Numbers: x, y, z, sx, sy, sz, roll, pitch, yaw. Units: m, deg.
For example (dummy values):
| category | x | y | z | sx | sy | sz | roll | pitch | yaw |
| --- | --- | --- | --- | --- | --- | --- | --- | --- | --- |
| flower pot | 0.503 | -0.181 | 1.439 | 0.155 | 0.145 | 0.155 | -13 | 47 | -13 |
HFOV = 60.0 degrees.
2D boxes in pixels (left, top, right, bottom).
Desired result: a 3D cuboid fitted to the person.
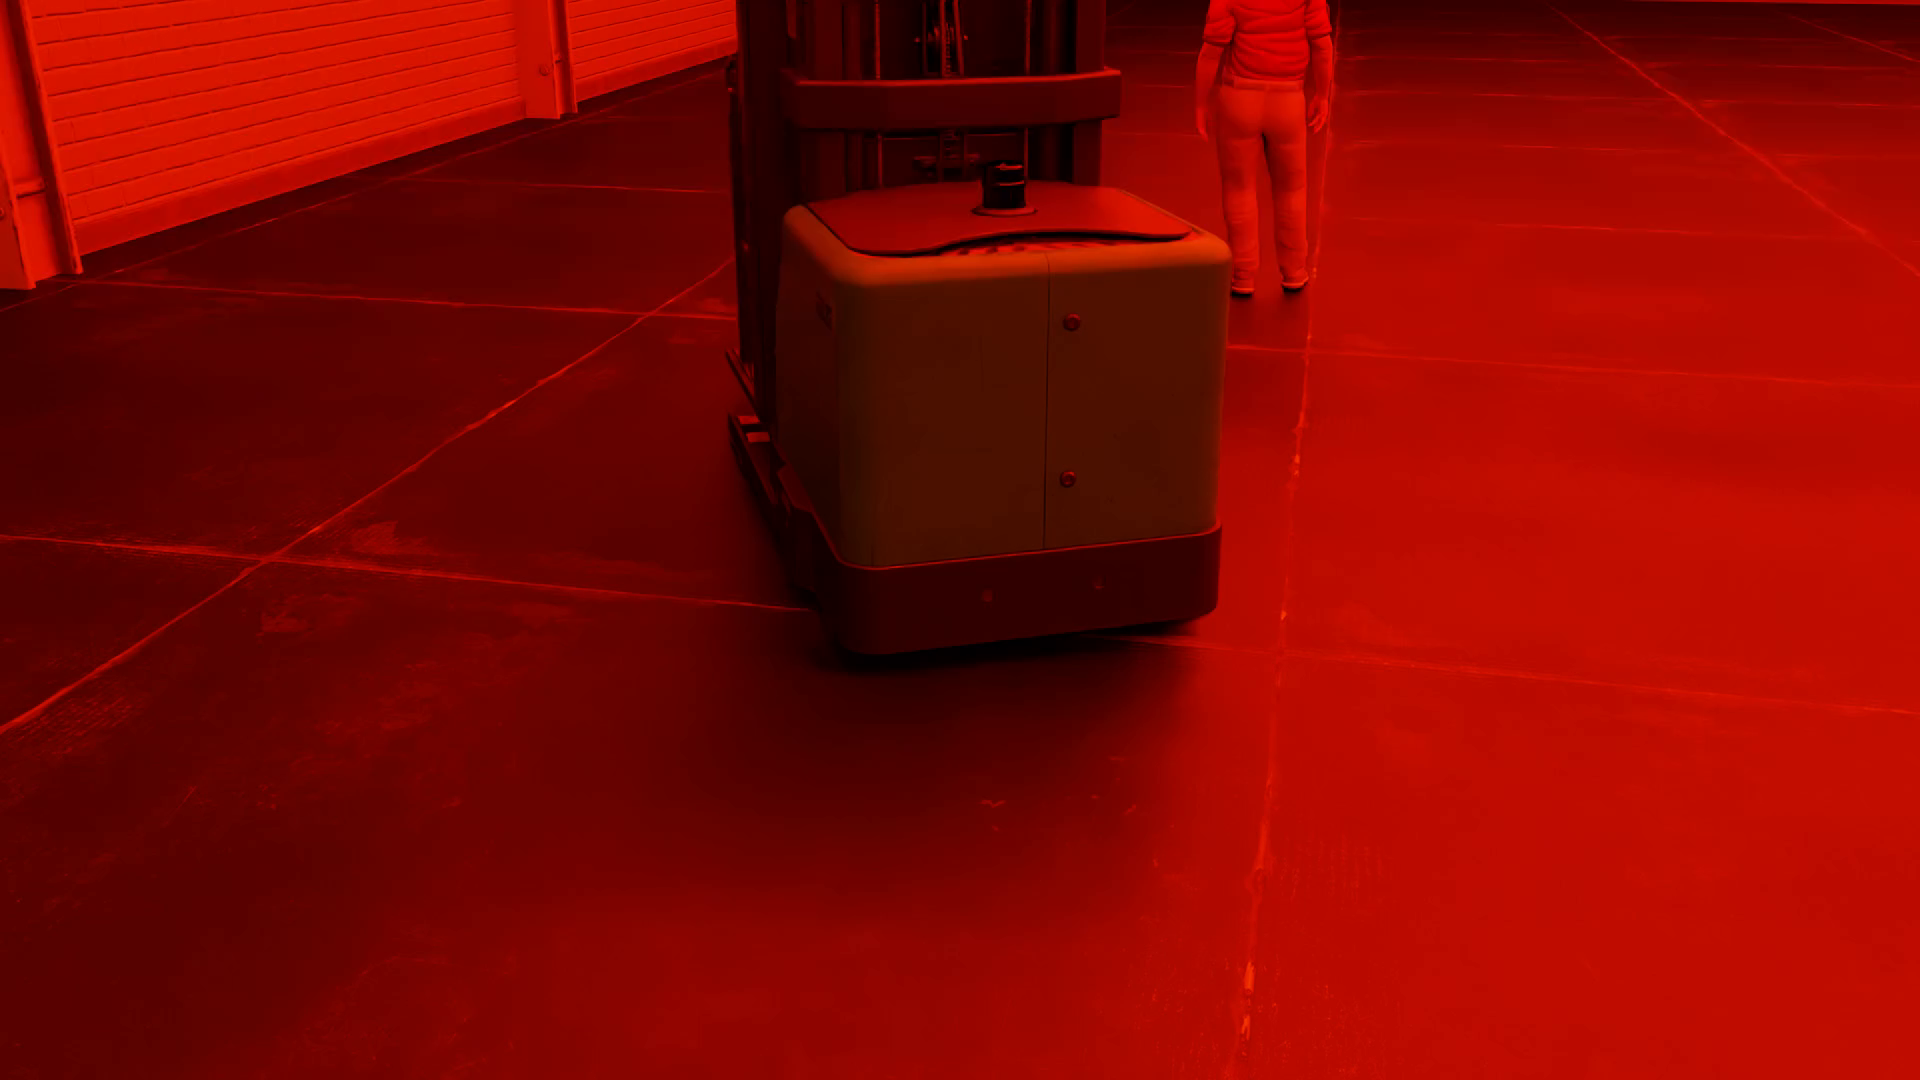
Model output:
| category | x | y | z | sx | sy | sz | roll | pitch | yaw |
| --- | --- | --- | --- | --- | --- | --- | --- | --- | --- |
| person | 1.410 | -2.030 | 7.819 | 0.639 | 1.727 | 0.551 | 1 | 22 | 2 |

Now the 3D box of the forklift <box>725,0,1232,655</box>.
| category | x | y | z | sx | sy | sz | roll | pitch | yaw |
| --- | --- | --- | --- | --- | --- | --- | --- | --- | --- |
| forklift | -0.184 | -1.591 | 5.169 | 1.130 | 2.935 | 3.031 | -6 | 23 | -14 |
